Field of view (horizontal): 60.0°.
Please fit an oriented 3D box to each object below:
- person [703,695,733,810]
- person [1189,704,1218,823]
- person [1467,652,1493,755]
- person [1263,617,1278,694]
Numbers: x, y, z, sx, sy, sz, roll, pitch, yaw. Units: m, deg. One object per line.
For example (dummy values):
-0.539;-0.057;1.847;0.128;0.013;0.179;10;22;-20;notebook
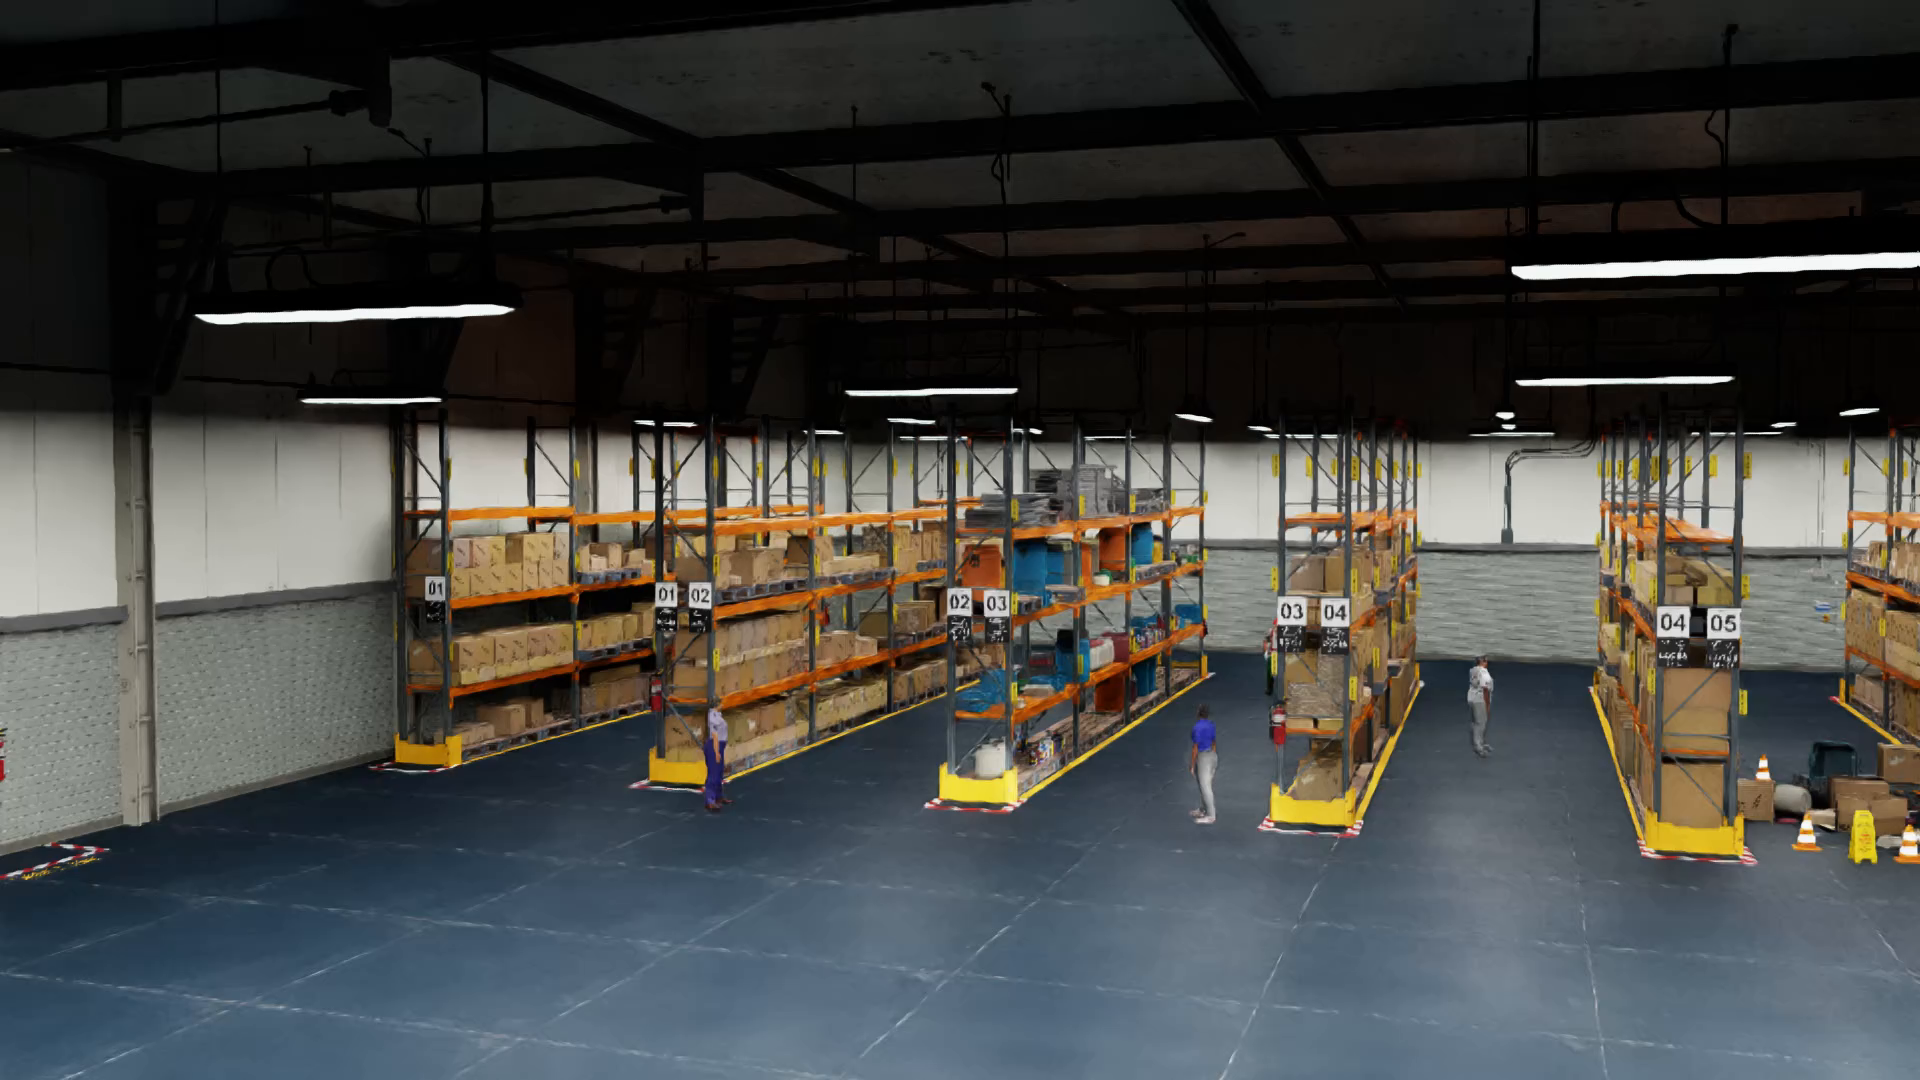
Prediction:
-3.577;3.113;24.573;0.430;1.653;0.530;0;2;-10;person
3.448;3.146;23.639;0.547;1.652;0.558;2;3;39;person
9.182;2.860;29.217;0.492;1.755;0.626;0;2;-8;person
7.024;2.565;36.729;0.677;1.742;0.552;1;3;17;person
